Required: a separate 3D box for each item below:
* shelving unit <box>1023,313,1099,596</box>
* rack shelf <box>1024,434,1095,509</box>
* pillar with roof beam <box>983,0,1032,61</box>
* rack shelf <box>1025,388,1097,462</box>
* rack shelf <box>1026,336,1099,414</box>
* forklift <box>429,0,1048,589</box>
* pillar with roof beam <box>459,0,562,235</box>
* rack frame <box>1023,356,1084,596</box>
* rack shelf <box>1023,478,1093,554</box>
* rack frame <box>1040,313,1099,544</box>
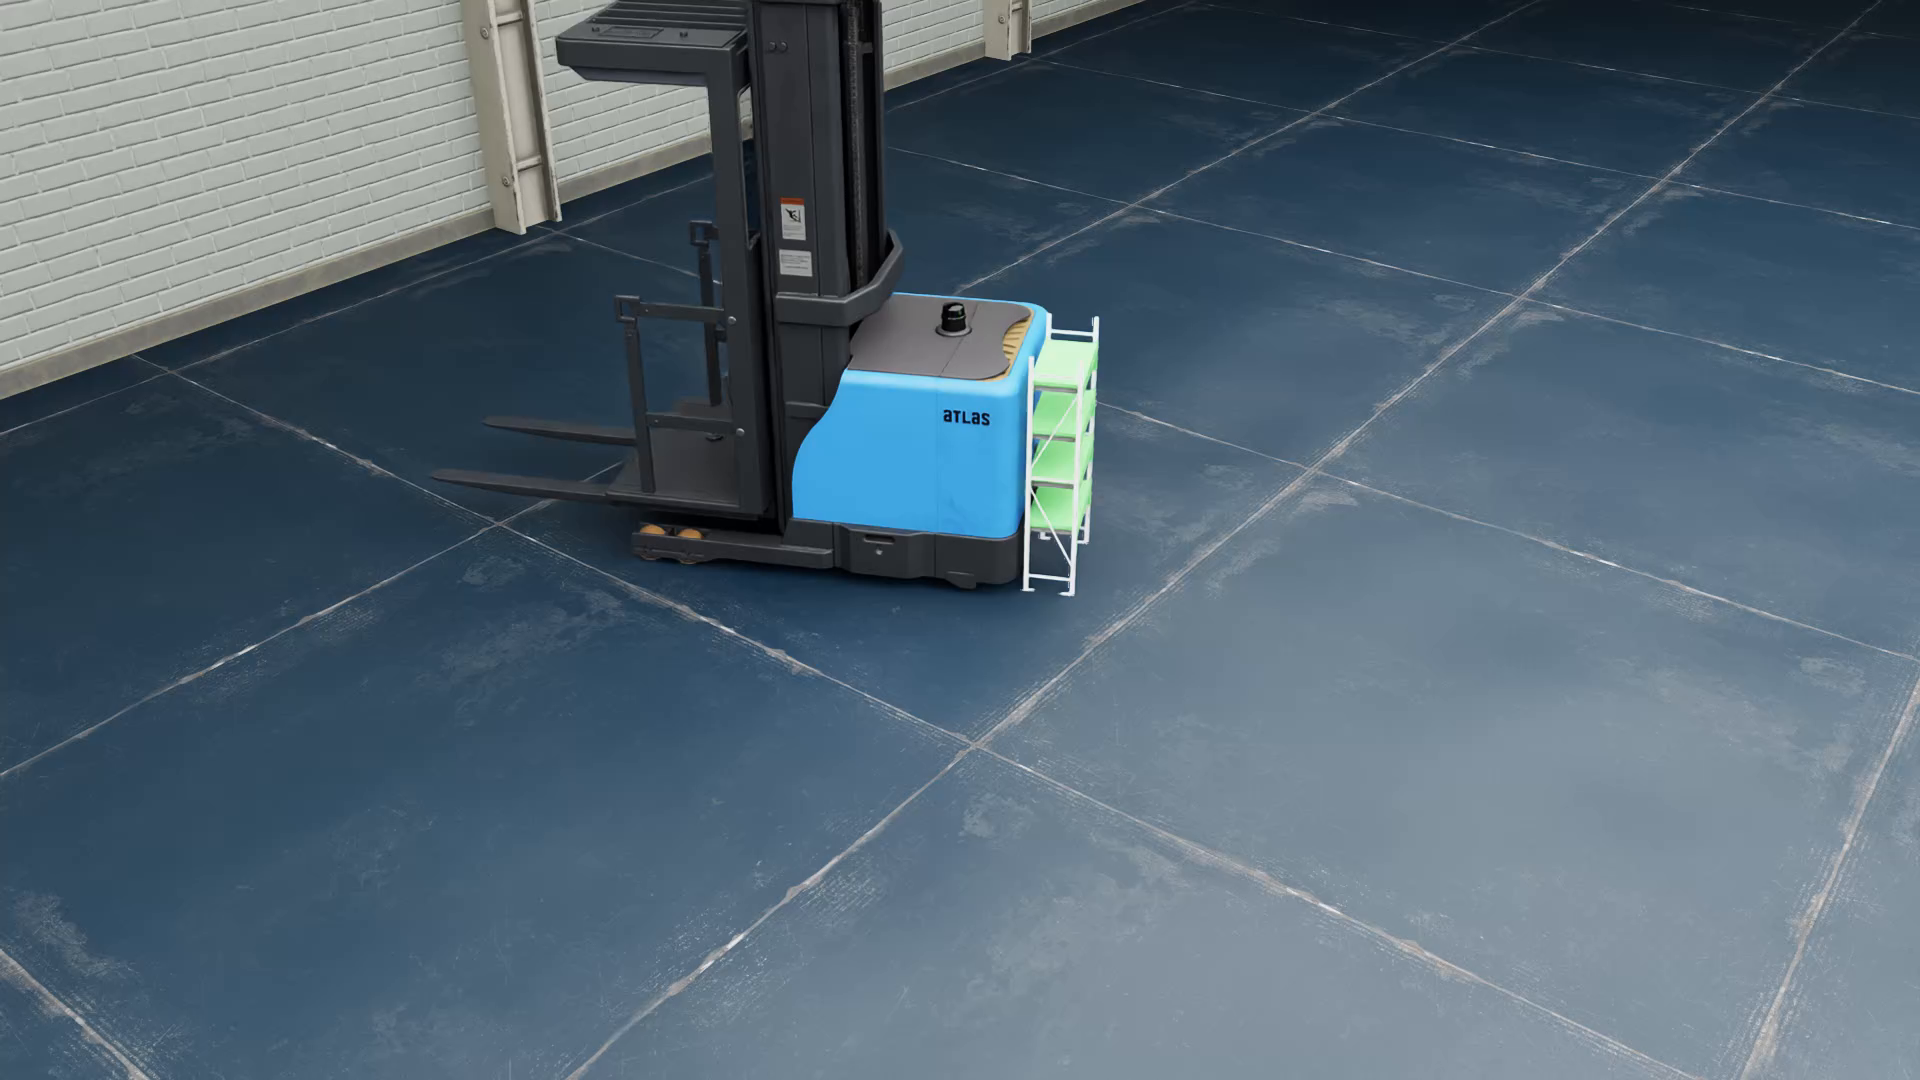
[{"bbox_3d":[0.467,-0.390,7.731,0.258,1.200,0.503,6,31,10],"label":"shelving unit"},{"bbox_3d":[0.467,-0.335,7.764,0.258,0.148,0.480,6,31,10],"label":"rack shelf"},{"bbox_3d":[3.893,-7.306,11.751,9.100,9.000,0.400,21,37,31],"label":"pillar with roof beam"},{"bbox_3d":[0.468,-0.542,7.642,0.258,0.148,0.480,6,31,10],"label":"rack shelf"},{"bbox_3d":[0.468,-0.748,7.519,0.258,0.148,0.480,6,31,10],"label":"rack shelf"},{"bbox_3d":[-1.123,-1.400,7.737,3.031,2.935,1.130,6,31,10],"label":"forklift"},{"bbox_3d":[0.271,-4.867,7.636,9.100,9.000,0.400,21,37,31],"label":"pillar with roof beam"},{"bbox_3d":[0.418,-0.268,7.526,0.240,1.200,0.015,6,31,10],"label":"rack frame"},{"bbox_3d":[0.467,-0.129,7.886,0.258,0.148,0.480,6,31,10],"label":"rack shelf"},{"bbox_3d":[0.517,-0.512,7.937,0.240,1.200,0.015,6,31,10],"label":"rack frame"}]
